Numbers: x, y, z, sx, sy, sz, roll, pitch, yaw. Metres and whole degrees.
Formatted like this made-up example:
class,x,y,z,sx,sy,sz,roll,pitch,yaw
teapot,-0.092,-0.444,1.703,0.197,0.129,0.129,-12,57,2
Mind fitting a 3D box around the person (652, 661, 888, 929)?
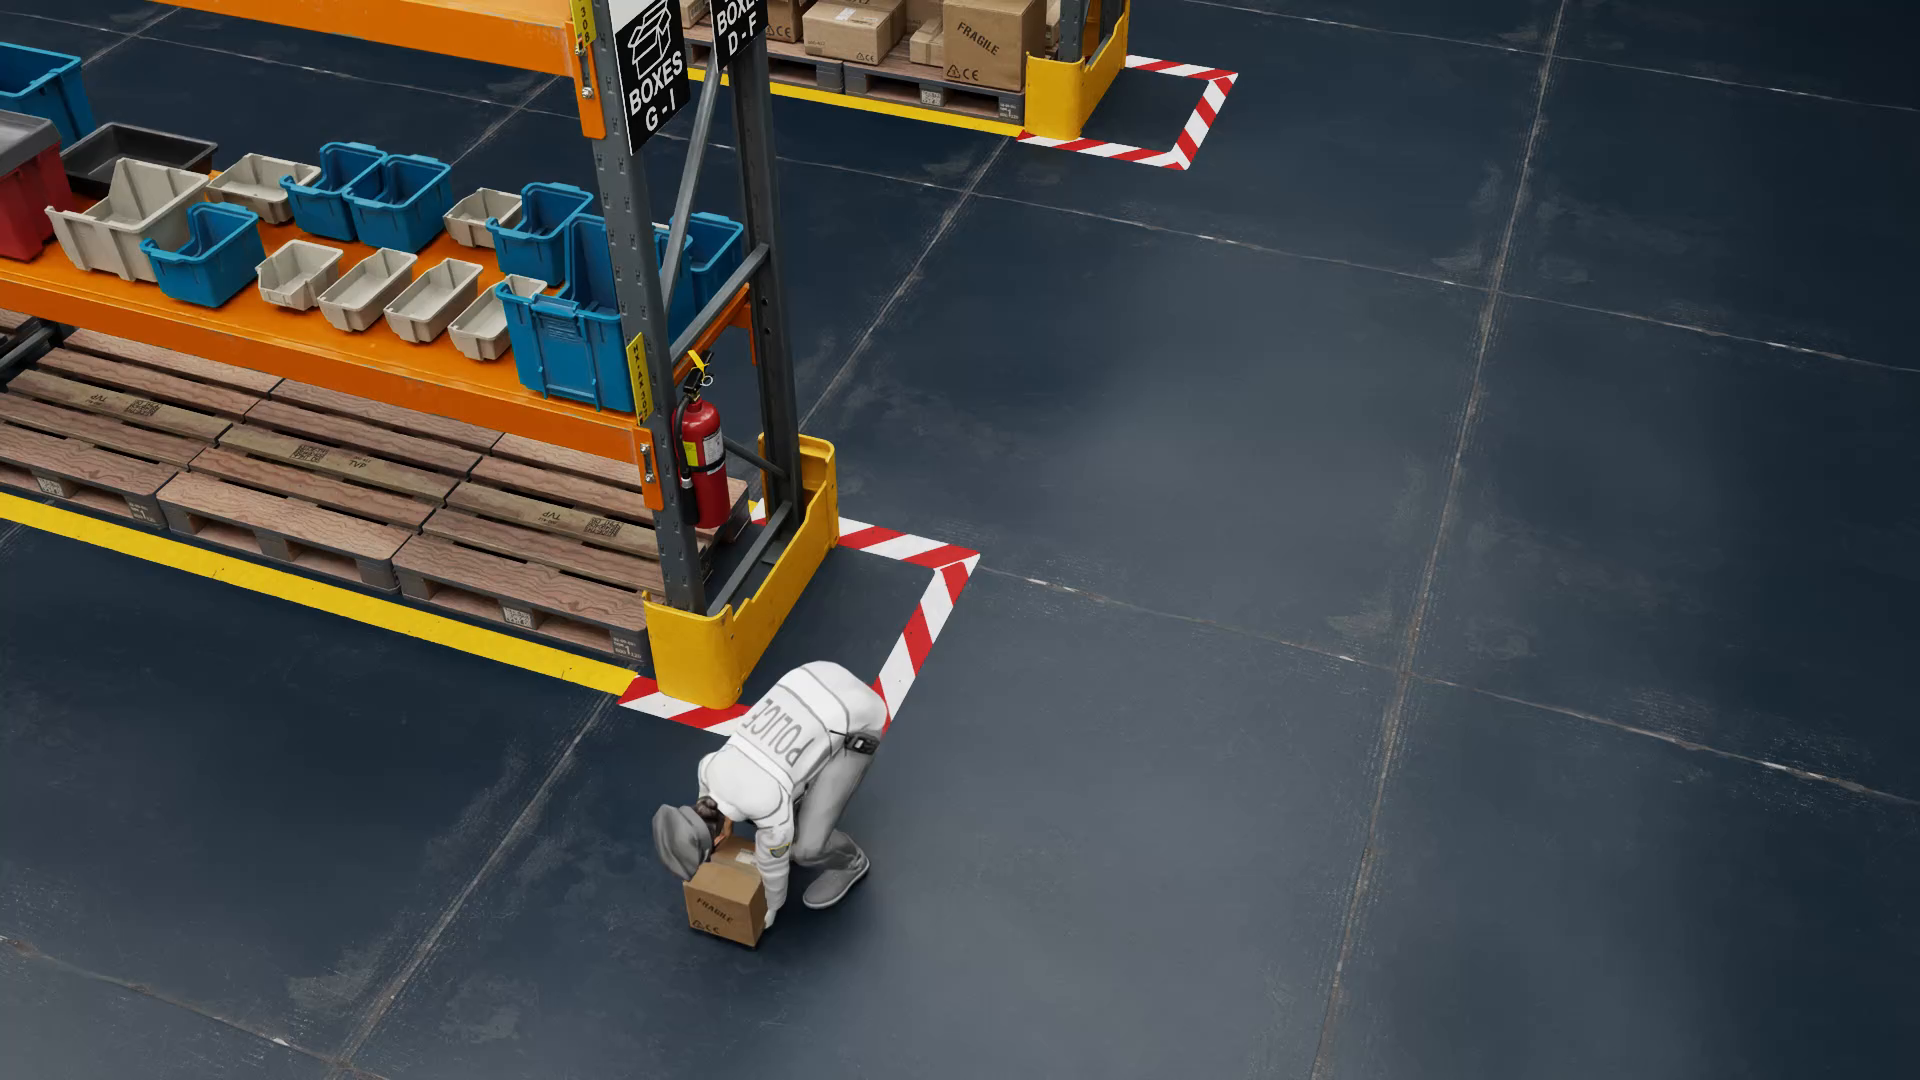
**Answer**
class,x,y,z,sx,sy,sz,roll,pitch,yaw
person,-0.644,0.929,5.705,0.877,0.883,0.463,-31,50,-30
